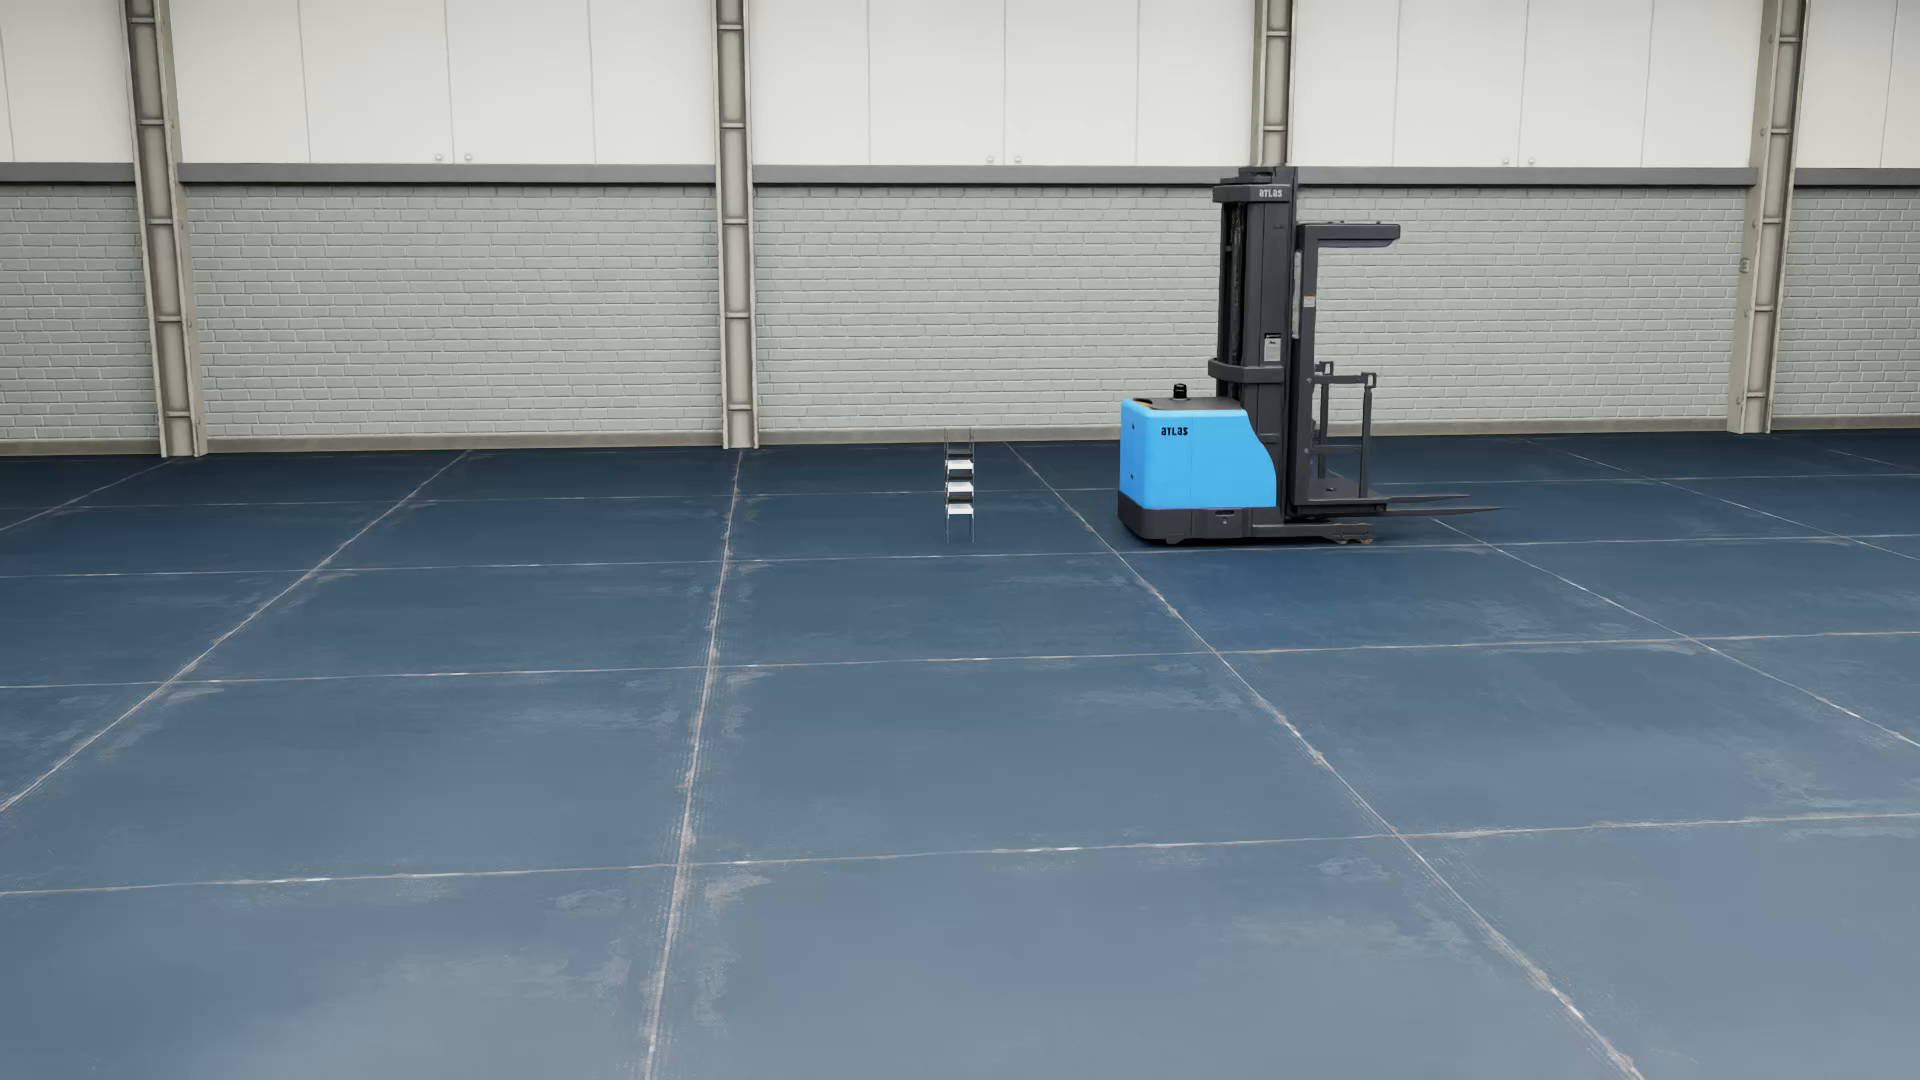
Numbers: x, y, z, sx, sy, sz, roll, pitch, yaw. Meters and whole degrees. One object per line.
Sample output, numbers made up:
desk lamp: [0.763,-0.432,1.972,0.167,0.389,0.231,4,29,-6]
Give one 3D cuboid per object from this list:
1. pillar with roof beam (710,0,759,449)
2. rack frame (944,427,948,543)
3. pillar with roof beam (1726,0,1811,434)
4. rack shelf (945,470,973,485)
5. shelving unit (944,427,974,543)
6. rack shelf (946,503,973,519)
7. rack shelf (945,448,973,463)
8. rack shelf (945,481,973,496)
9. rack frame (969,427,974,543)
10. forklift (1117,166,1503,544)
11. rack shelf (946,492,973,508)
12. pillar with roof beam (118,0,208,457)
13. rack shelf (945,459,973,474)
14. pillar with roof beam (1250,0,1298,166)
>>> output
pillar with roof beam: [-1.998,-4.642,13.650,0.400,9.000,9.100,-1,11,-6]
rack frame: [-0.109,-0.439,13.270,0.006,0.900,0.240,-1,11,-6]
pillar with roof beam: [9.932,-4.892,14.921,0.400,9.000,9.100,-1,11,-6]
rack shelf: [-0.008,-0.497,13.269,0.200,0.077,0.258,-1,11,-6]
shelving unit: [-0.008,-0.441,13.280,0.210,0.900,0.258,-1,11,-6]
rack shelf: [-0.008,-0.232,13.322,0.200,0.077,0.258,-1,11,-6]
rack shelf: [-0.008,-0.674,13.235,0.200,0.077,0.258,-1,11,-6]
rack shelf: [-0.008,-0.409,13.287,0.200,0.077,0.258,-1,11,-6]
rack frame: [0.093,-0.443,13.291,0.006,0.900,0.240,-1,11,-6]
forklift: [2.875,-1.507,13.434,3.031,2.935,1.130,-1,11,-7]
rack shelf: [-0.008,-0.320,13.304,0.200,0.077,0.258,-1,11,-6]
pillar with roof beam: [-7.963,-4.517,13.014,0.400,9.000,9.100,-1,11,-6]
rack shelf: [-0.008,-0.585,13.252,0.200,0.077,0.258,-1,11,-6]
pillar with roof beam: [3.967,-4.767,14.286,0.400,9.000,9.100,-1,11,-6]
